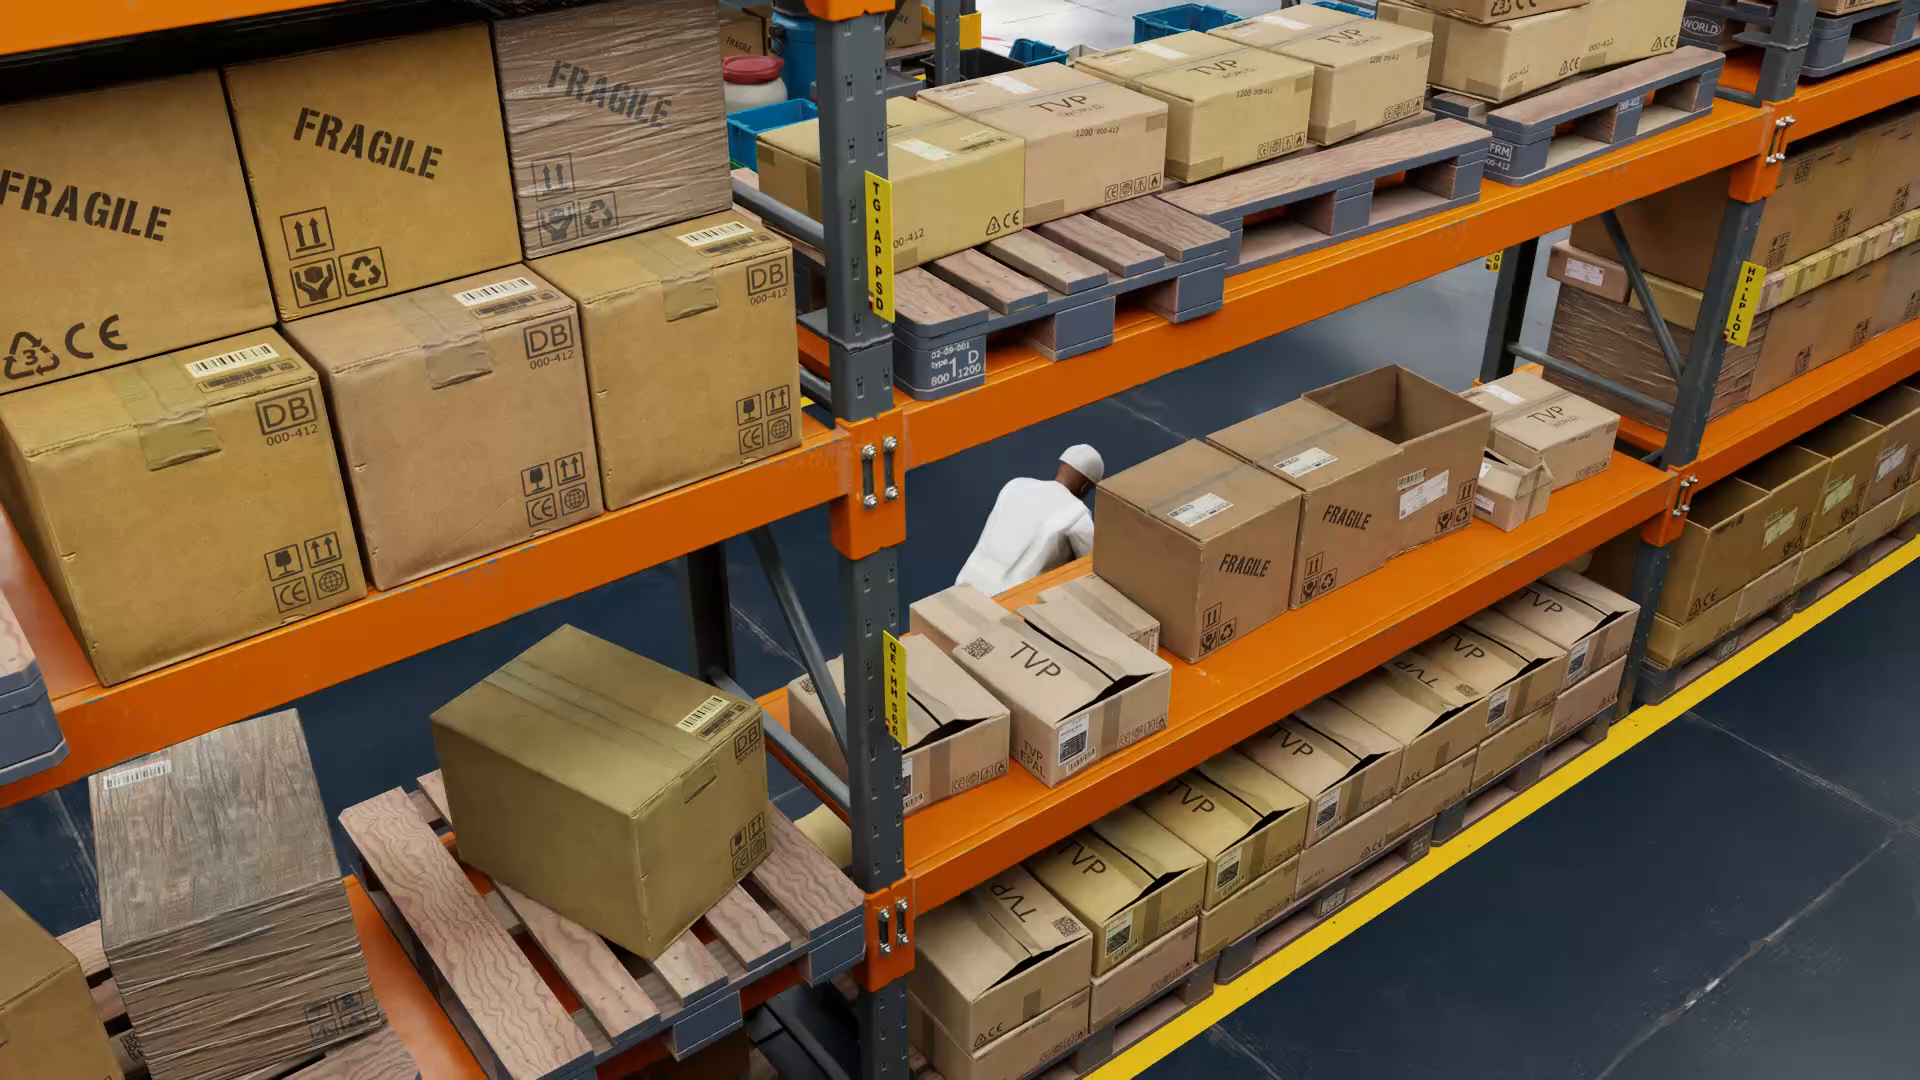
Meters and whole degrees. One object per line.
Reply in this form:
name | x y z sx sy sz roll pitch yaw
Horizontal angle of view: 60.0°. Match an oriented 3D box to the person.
person | 0.372 0.095 7.688 0.904 1.007 0.551 -23 39 -32
